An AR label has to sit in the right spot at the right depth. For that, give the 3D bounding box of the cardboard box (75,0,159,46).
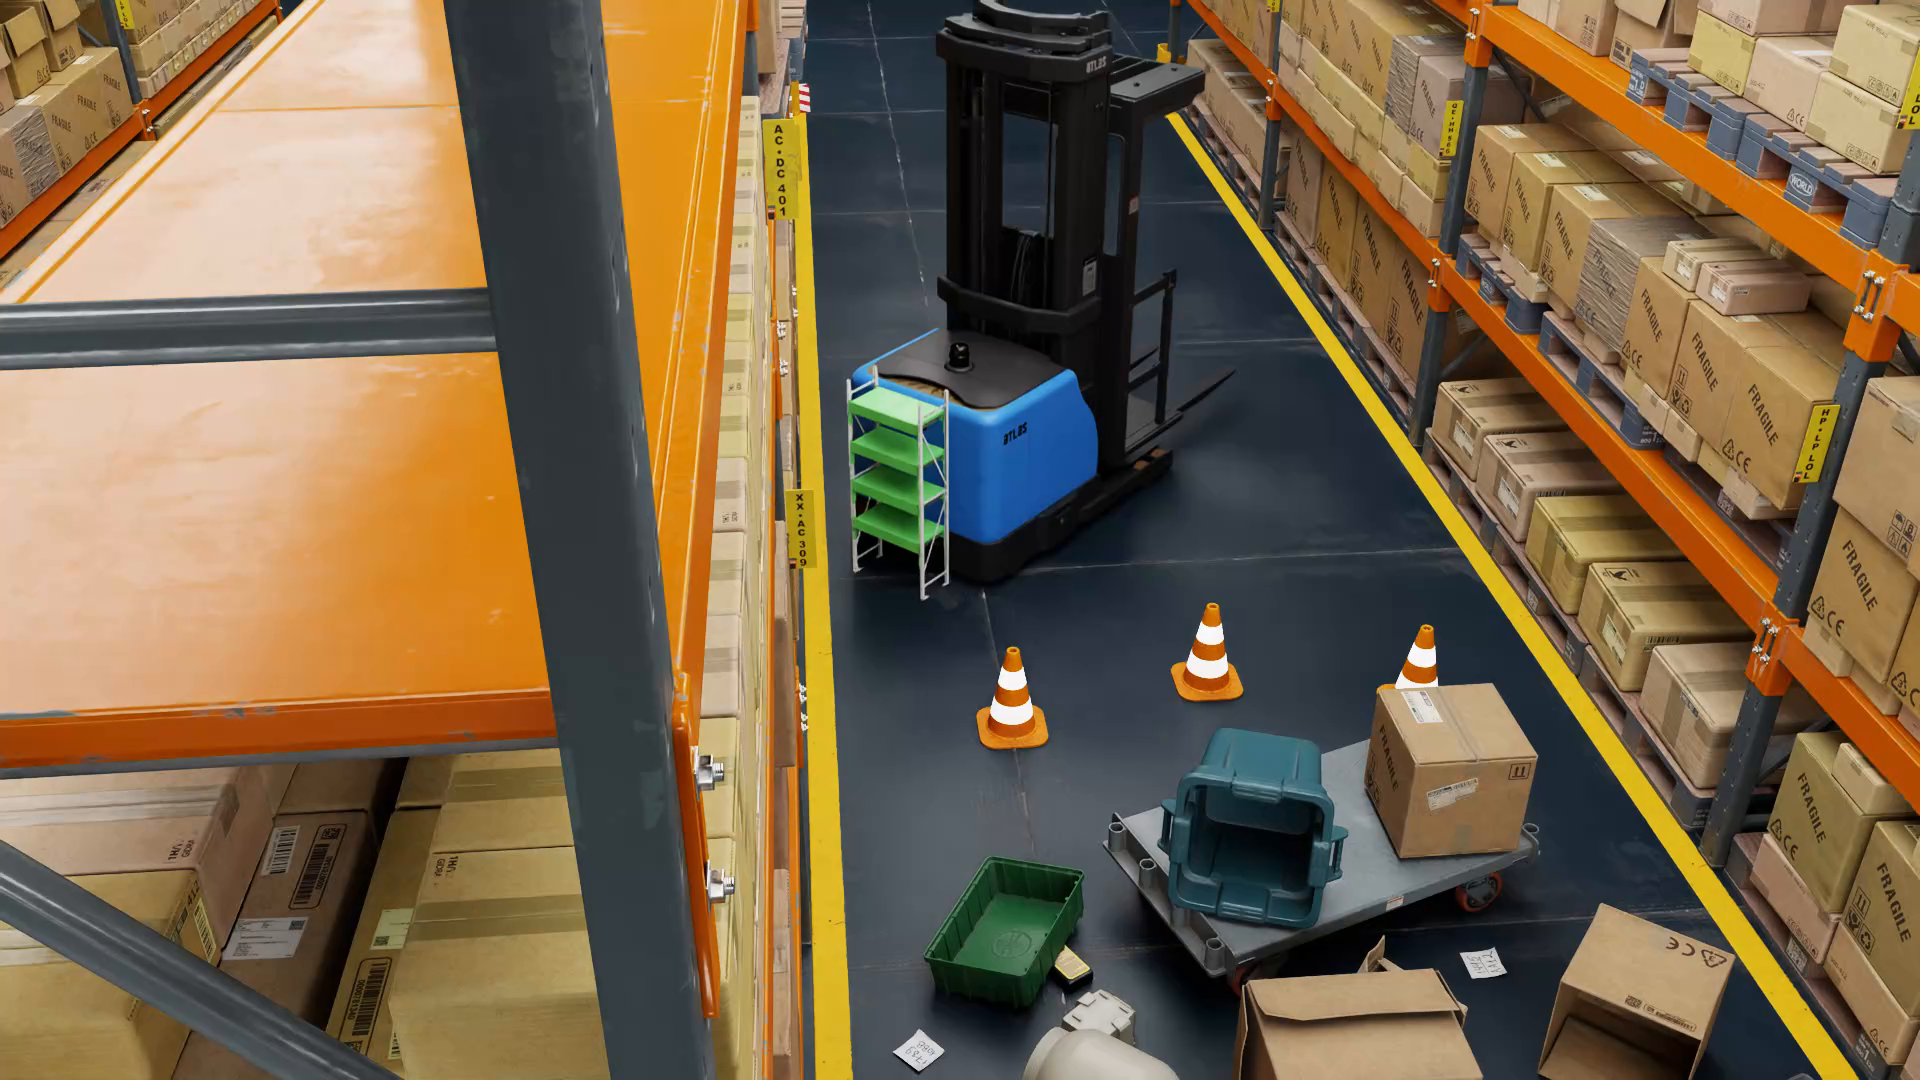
[{"bbox_3d":[-6.607,-4.145,12.890,0.500,0.500,0.500,-3,31,-5],"label":"cardboard box"}]

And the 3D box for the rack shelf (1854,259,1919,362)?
[{"bbox_3d":[3.984,0.149,4.353,1.077,0.370,4.000,-3,31,-5],"label":"rack shelf"}]

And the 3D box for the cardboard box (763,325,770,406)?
[{"bbox_3d":[-0.696,-0.446,4.385,0.380,0.149,0.250,-3,31,-4],"label":"cardboard box"}]

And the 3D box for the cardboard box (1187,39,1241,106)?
[{"bbox_3d":[2.838,-4.768,16.897,0.875,0.438,0.875,-4,31,-6],"label":"cardboard box"}]

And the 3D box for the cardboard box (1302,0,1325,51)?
[{"bbox_3d":[2.880,-3.953,12.371,0.500,0.500,0.500,-3,31,-5],"label":"cardboard box"}]

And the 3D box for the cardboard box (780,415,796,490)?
[{"bbox_3d":[-0.951,-0.187,7.041,0.500,0.500,0.500,-3,31,-4],"label":"cardboard box"}]

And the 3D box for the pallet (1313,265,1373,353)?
[{"bbox_3d":[3.314,-1.766,12.502,1.003,0.211,1.213,-3,31,-5],"label":"pallet"}]

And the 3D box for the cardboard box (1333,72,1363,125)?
[{"bbox_3d":[2.957,-3.108,11.688,0.500,0.250,0.500,-4,31,-6],"label":"cardboard box"}]

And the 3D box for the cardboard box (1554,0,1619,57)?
[{"bbox_3d":[3.502,-2.782,8.460,0.700,0.500,0.500,-3,31,-5],"label":"cardboard box"}]

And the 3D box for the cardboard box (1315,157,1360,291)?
[{"bbox_3d":[3.280,-2.473,12.627,0.875,0.875,0.875,-2,31,-3],"label":"cardboard box"}]

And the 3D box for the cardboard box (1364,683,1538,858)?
[{"bbox_3d":[2.028,0.955,6.926,0.500,0.500,0.500,-3,31,-5],"label":"cardboard box"}]

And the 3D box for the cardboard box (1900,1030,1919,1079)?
[{"bbox_3d":[3.697,1.963,5.810,0.500,0.250,0.500,-3,31,-5],"label":"cardboard box"}]

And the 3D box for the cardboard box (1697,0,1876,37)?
[{"bbox_3d":[3.499,-2.322,7.036,0.500,0.250,0.500,-2,31,-4],"label":"cardboard box"}]

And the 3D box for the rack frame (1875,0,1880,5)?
[{"bbox_3d":[7.992,-4.218,13.887,1.000,3.000,0.127,-3,31,-5],"label":"rack frame"}]

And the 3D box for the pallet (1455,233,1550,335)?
[{"bbox_3d":[3.596,-1.495,9.515,1.213,0.211,1.003,-3,31,-5],"label":"pallet"}]

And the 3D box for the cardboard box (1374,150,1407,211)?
[{"bbox_3d":[3.055,-2.377,10.952,0.500,0.250,0.500,-2,31,-4],"label":"cardboard box"}]

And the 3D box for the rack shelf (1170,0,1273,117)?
[{"bbox_3d":[2.863,-4.690,15.379,1.077,0.370,4.000,-3,31,-5],"label":"rack shelf"}]

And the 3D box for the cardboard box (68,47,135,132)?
[{"bbox_3d":[-6.501,-3.320,12.287,0.500,0.500,0.500,-3,31,-4],"label":"cardboard box"}]

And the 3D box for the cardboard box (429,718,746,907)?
[{"bbox_3d":[-0.484,0.378,2.227,0.380,0.149,0.250,-3,31,-4],"label":"cardboard box"}]

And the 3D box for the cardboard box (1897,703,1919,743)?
[{"bbox_3d":[3.638,0.651,5.980,0.380,0.149,0.250,-3,31,-5],"label":"cardboard box"}]

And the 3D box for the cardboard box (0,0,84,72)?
[{"bbox_3d":[-6.749,-3.651,11.862,0.797,0.503,0.637,-4,31,-6],"label":"cardboard box"}]

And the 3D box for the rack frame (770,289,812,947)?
[{"bbox_3d":[-1.121,0.395,6.164,1.000,3.000,0.127,-3,31,-5],"label":"rack frame"}]

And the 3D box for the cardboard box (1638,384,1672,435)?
[{"bbox_3d":[3.380,-0.611,7.683,0.380,0.149,0.250,-3,31,-4],"label":"cardboard box"}]

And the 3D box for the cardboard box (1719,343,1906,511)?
[{"bbox_3d":[3.526,-0.469,6.814,0.500,0.500,0.500,-3,31,-6],"label":"cardboard box"}]

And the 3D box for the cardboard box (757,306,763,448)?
[{"bbox_3d":[-0.728,-0.427,3.963,0.500,0.250,0.500,-3,31,-5],"label":"cardboard box"}]

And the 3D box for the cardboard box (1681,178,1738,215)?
[{"bbox_3d":[3.857,-1.743,8.314,0.380,0.149,0.250,-4,31,-7],"label":"cardboard box"}]

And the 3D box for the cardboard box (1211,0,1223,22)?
[{"bbox_3d":[2.603,-5.032,15.152,0.500,0.500,0.500,-2,31,-3],"label":"cardboard box"}]

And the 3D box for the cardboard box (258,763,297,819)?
[{"bbox_3d":[-1.163,0.278,2.395,0.380,0.149,0.250,-2,31,-4],"label":"cardboard box"}]

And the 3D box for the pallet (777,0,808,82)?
[{"bbox_3d":[-1.382,-2.528,8.316,1.213,0.211,1.003,-1,31,-2],"label":"pallet"}]

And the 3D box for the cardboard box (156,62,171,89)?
[{"bbox_3d":[-6.538,-3.696,13.259,0.380,0.149,0.250,-4,31,-6],"label":"cardboard box"}]

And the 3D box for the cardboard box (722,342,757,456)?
[{"bbox_3d":[-0.604,-0.273,3.318,0.380,0.149,0.250,-2,31,-4],"label":"cardboard box"}]

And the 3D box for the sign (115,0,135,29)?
[{"bbox_3d":[-6.277,-3.997,12.466,0.100,0.325,0.005,-3,31,-5],"label":"sign"}]

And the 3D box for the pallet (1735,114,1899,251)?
[{"bbox_3d":[3.846,-1.421,6.462,1.213,0.211,1.003,-3,31,-5],"label":"pallet"}]

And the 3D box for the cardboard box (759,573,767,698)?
[{"bbox_3d":[-0.578,0.200,3.304,0.380,0.149,0.250,-3,31,-5],"label":"cardboard box"}]

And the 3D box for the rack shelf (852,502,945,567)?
[{"bbox_3d":[-0.333,-0.042,9.244,0.480,0.148,0.258,22,37,32],"label":"rack shelf"}]

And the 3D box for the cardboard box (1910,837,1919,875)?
[{"bbox_3d":[3.586,1.149,5.809,0.380,0.149,0.250,-2,31,-3],"label":"cardboard box"}]

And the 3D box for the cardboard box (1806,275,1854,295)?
[{"bbox_3d":[3.959,-1.006,7.713,0.500,0.500,0.500,-3,31,-5],"label":"cardboard box"}]

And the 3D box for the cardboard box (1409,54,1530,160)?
[{"bbox_3d":[3.115,-2.659,10.205,0.500,0.500,0.500,-4,31,-6],"label":"cardboard box"}]

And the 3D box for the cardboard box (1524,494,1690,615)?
[{"bbox_3d":[3.609,0.065,8.870,0.950,0.372,0.625,-2,31,-3],"label":"cardboard box"}]

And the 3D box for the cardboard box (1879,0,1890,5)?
[{"bbox_3d":[7.814,-4.183,13.322,0.700,0.500,0.500,-2,31,-3],"label":"cardboard box"}]

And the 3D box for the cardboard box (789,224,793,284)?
[{"bbox_3d":[-1.399,-1.952,11.390,0.500,0.250,0.500,-3,31,-4],"label":"cardboard box"}]

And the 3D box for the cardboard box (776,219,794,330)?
[{"bbox_3d":[-1.186,-1.473,9.194,0.500,0.500,0.500,-3,31,-5],"label":"cardboard box"}]

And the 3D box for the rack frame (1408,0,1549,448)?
[{"bbox_3d":[3.424,-1.936,10.066,1.000,3.000,0.127,-3,31,-5],"label":"rack frame"}]

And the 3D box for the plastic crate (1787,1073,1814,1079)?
[{"bbox_3d":[3.128,2.201,5.988,0.402,0.080,0.583,-14,33,-22],"label":"plastic crate"}]

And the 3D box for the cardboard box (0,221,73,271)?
[{"bbox_3d":[-6.562,-1.538,11.063,1.225,0.875,0.875,-3,31,-4],"label":"cardboard box"}]

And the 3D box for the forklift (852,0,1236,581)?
[{"bbox_3d":[0.680,-1.723,9.776,1.130,2.935,3.031,22,37,32],"label":"forklift"}]

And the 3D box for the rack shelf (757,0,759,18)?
[{"bbox_3d":[-1.308,-2.721,6.622,1.077,0.370,4.000,-3,31,-5],"label":"rack shelf"}]

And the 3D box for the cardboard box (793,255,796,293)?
[{"bbox_3d":[-1.501,-2.169,12.484,0.500,0.500,0.500,-3,31,-6],"label":"cardboard box"}]

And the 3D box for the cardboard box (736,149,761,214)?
[{"bbox_3d":[-0.724,-0.922,4.403,0.380,0.149,0.250,-3,31,-5],"label":"cardboard box"}]

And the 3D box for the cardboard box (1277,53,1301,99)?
[{"bbox_3d":[2.828,-3.676,13.126,0.500,0.250,0.500,-3,31,-6],"label":"cardboard box"}]

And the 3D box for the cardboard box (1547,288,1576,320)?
[{"bbox_3d":[3.347,-1.285,8.812,0.380,0.149,0.250,-1,31,-2],"label":"cardboard box"}]

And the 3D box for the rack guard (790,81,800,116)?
[{"bbox_3d":[-2.236,-4.619,16.997,1.175,0.500,0.348,-3,31,-5],"label":"rack guard"}]

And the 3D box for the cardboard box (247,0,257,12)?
[{"bbox_3d":[-6.781,-5.010,15.458,0.380,0.149,0.250,-3,31,-4],"label":"cardboard box"}]

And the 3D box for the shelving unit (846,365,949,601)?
[{"bbox_3d":[-0.333,-0.303,9.088,0.503,1.200,0.258,22,37,32],"label":"shelving unit"}]

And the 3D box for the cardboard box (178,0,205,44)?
[{"bbox_3d":[-6.695,-4.337,13.943,0.500,0.250,0.500,-2,31,-3],"label":"cardboard box"}]

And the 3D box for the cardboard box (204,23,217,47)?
[{"bbox_3d":[-6.660,-4.358,14.367,0.380,0.149,0.250,-4,31,-6],"label":"cardboard box"}]

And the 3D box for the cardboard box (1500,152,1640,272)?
[{"bbox_3d":[3.291,-1.780,9.008,0.500,0.500,0.500,-1,31,-2],"label":"cardboard box"}]

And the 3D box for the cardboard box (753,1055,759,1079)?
[{"bbox_3d":[-0.461,0.844,2.225,0.380,0.149,0.250,-3,31,-4],"label":"cardboard box"}]

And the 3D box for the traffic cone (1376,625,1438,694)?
[{"bbox_3d":[2.288,0.630,8.245,0.336,0.463,0.334,-3,31,-5],"label":"traffic cone"}]
